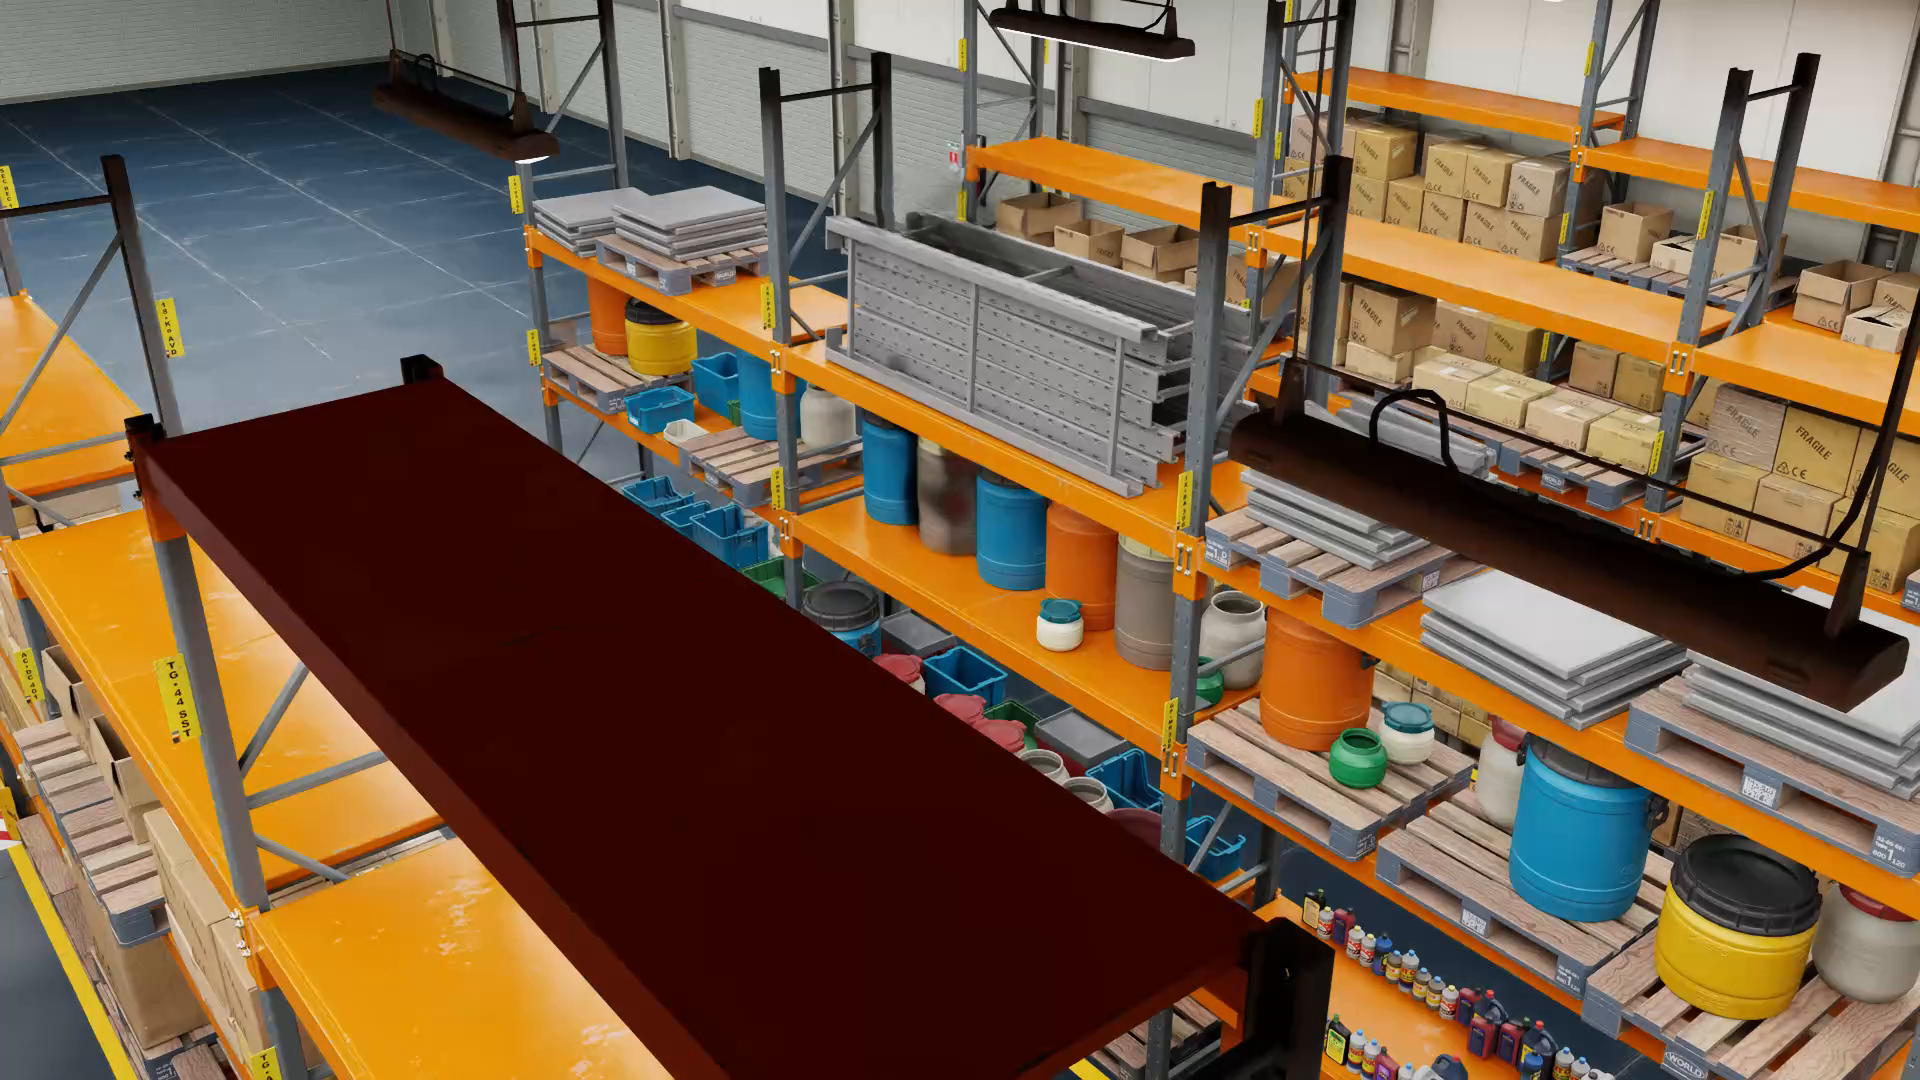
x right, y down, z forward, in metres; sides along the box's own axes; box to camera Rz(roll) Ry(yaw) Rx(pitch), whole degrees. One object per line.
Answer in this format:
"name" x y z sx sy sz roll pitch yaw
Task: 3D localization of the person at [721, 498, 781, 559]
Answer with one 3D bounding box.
"person" -2.113 -0.295 16.653 1.052 1.762 0.704 17 31 32
